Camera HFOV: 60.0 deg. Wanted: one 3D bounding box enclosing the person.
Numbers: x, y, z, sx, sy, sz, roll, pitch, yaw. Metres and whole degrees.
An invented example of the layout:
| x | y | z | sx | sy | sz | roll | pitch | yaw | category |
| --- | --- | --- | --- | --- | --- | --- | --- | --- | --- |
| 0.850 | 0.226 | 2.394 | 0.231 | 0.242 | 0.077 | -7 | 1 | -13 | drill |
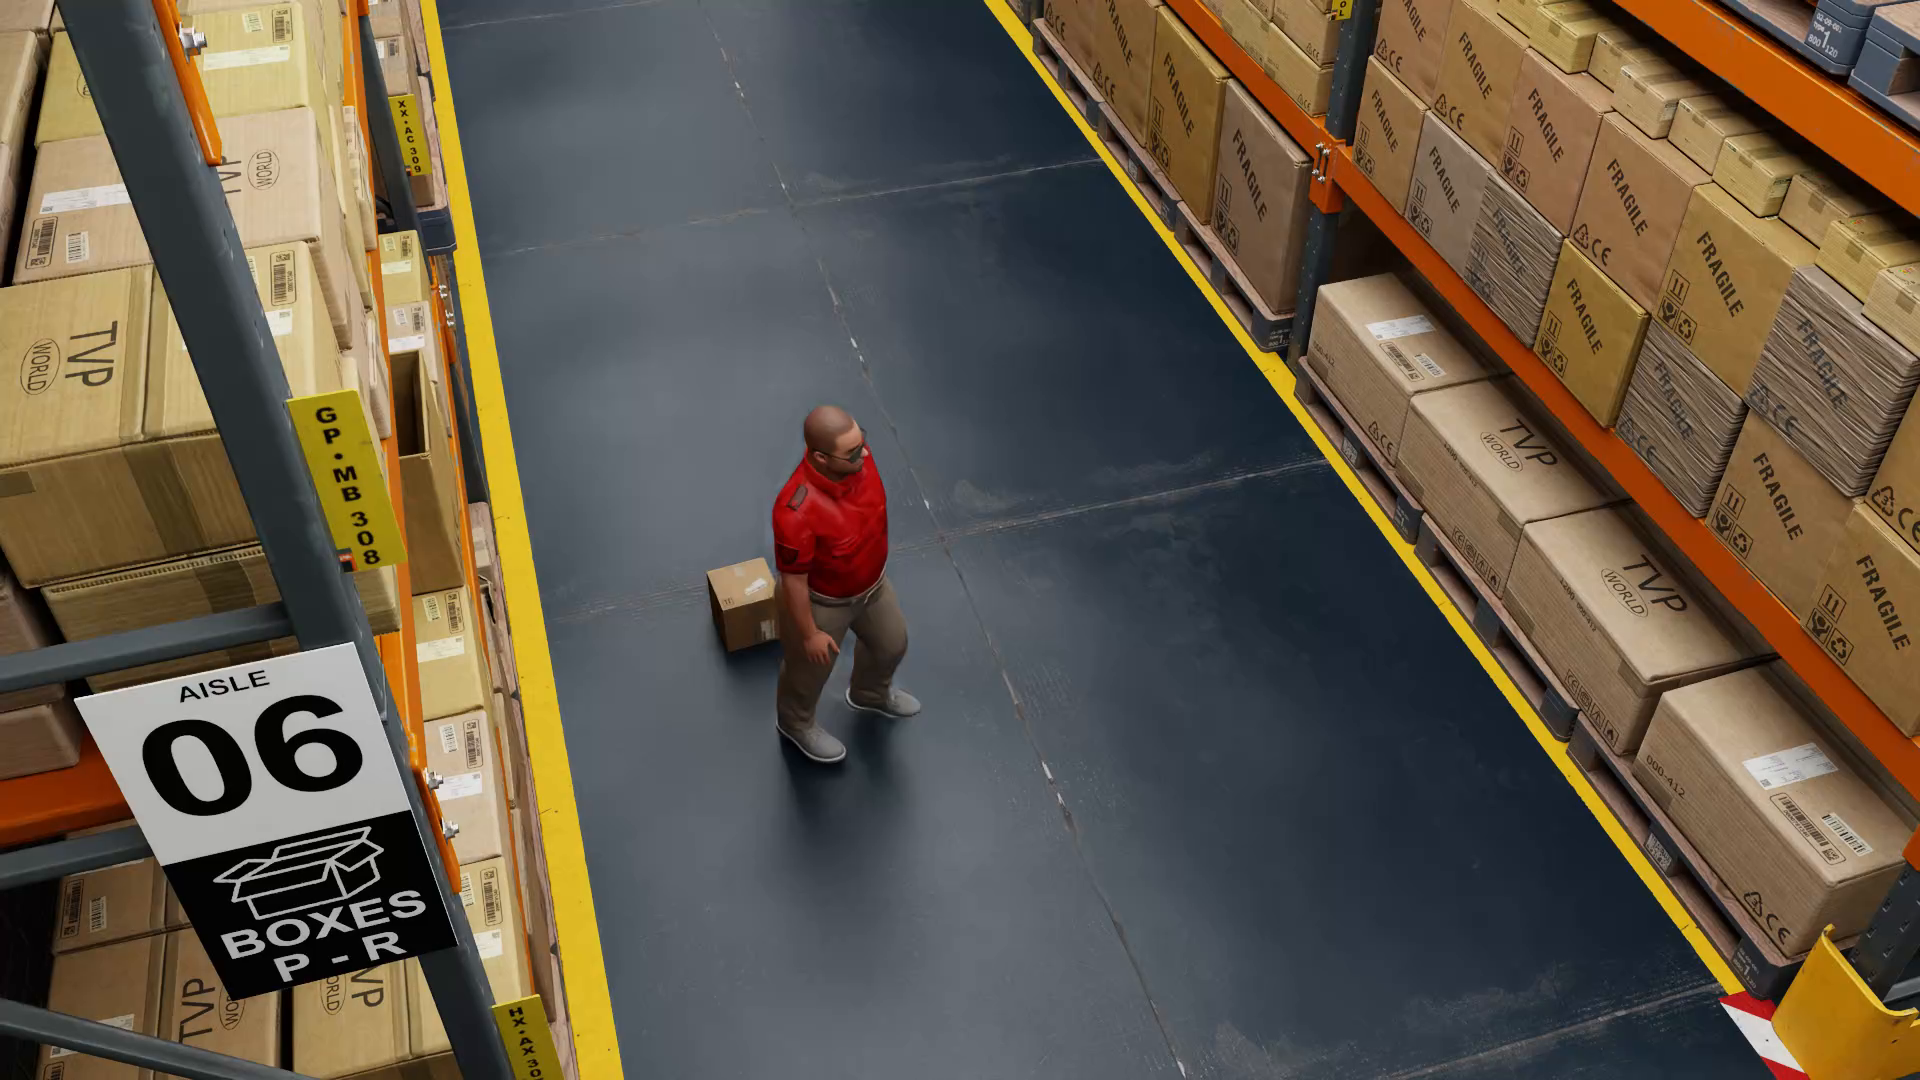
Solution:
| x | y | z | sx | sy | sz | roll | pitch | yaw | category |
| --- | --- | --- | --- | --- | --- | --- | --- | --- | --- |
| -0.458 | 0.155 | 6.017 | 0.491 | 1.769 | 0.664 | 23 | 47 | 24 | person |
